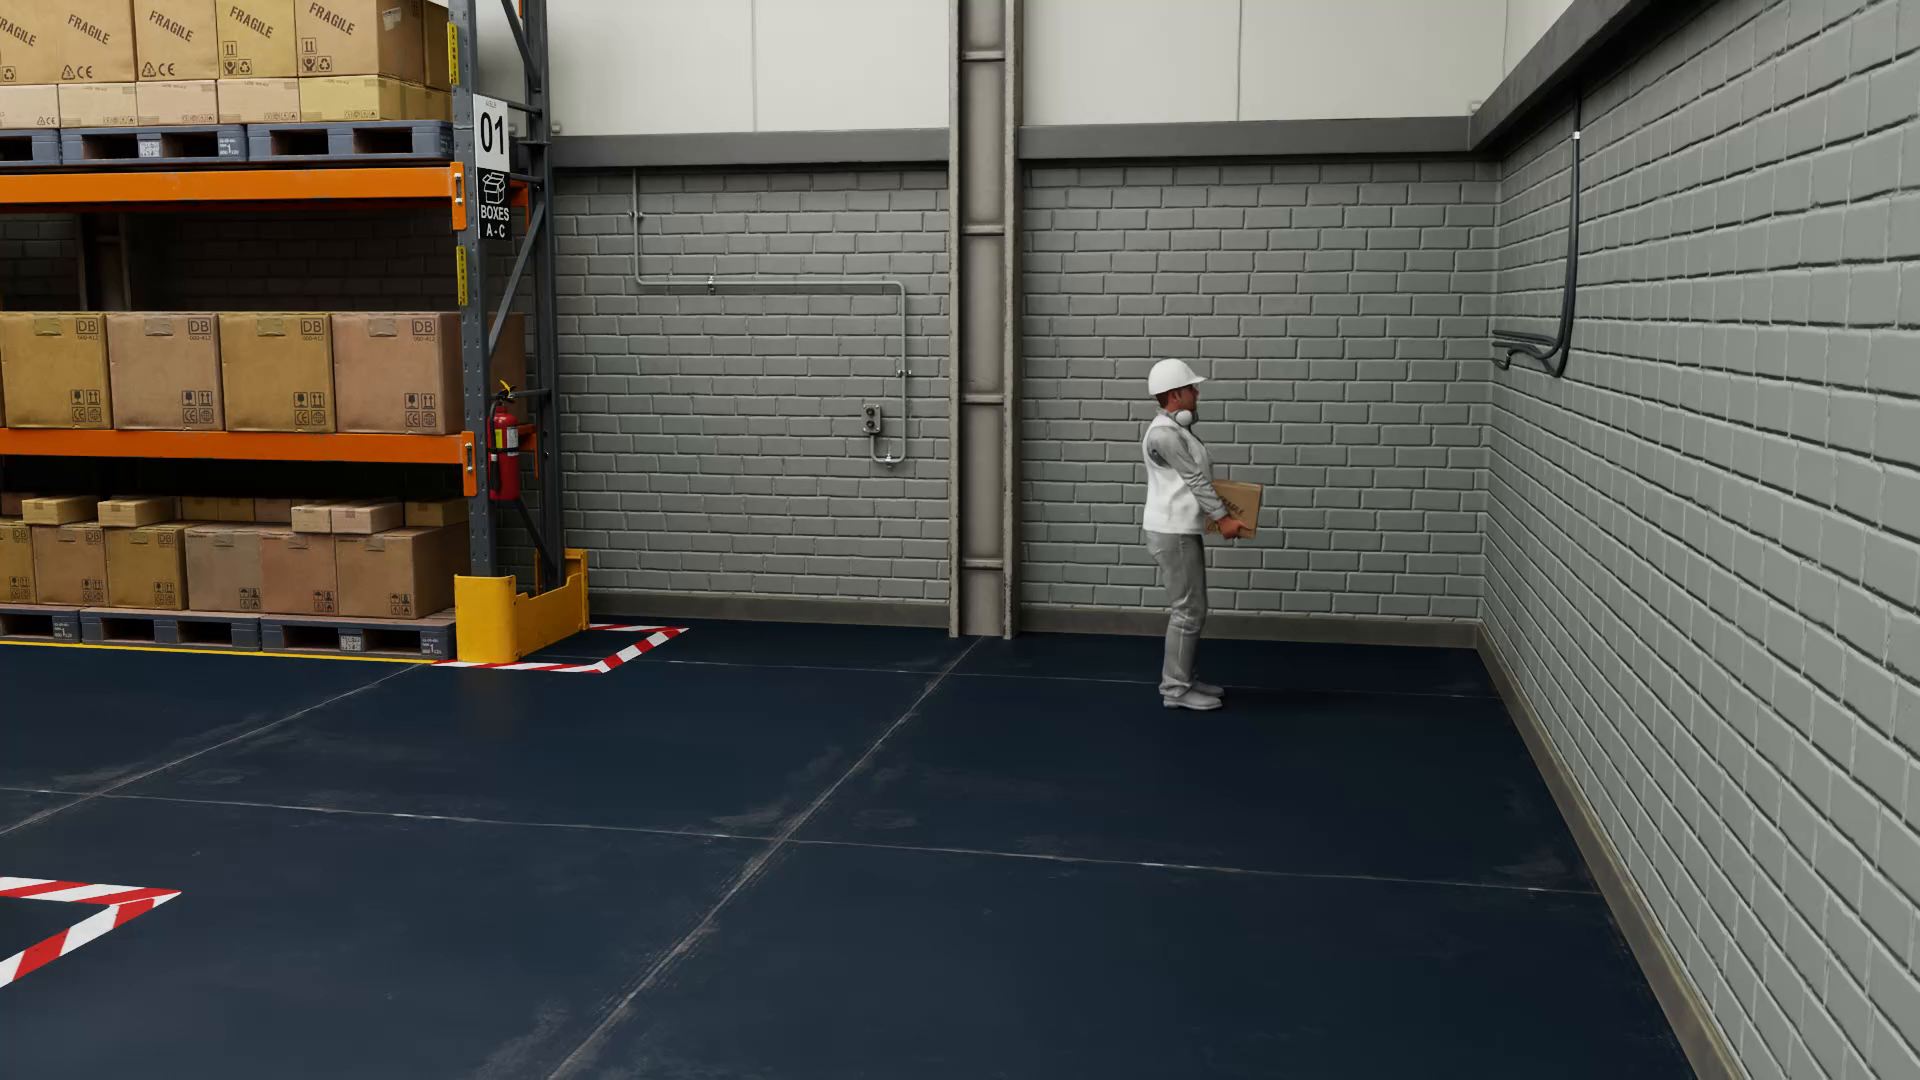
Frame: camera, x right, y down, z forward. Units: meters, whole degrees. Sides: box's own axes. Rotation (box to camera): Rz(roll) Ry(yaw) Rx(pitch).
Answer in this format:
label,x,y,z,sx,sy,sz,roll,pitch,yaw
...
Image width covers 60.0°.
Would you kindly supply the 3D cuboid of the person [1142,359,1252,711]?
label,x,y,z,sx,sy,sz,roll,pitch,yaw
person,1.215,-0.036,8.499,0.553,1.767,0.495,2,8,12
